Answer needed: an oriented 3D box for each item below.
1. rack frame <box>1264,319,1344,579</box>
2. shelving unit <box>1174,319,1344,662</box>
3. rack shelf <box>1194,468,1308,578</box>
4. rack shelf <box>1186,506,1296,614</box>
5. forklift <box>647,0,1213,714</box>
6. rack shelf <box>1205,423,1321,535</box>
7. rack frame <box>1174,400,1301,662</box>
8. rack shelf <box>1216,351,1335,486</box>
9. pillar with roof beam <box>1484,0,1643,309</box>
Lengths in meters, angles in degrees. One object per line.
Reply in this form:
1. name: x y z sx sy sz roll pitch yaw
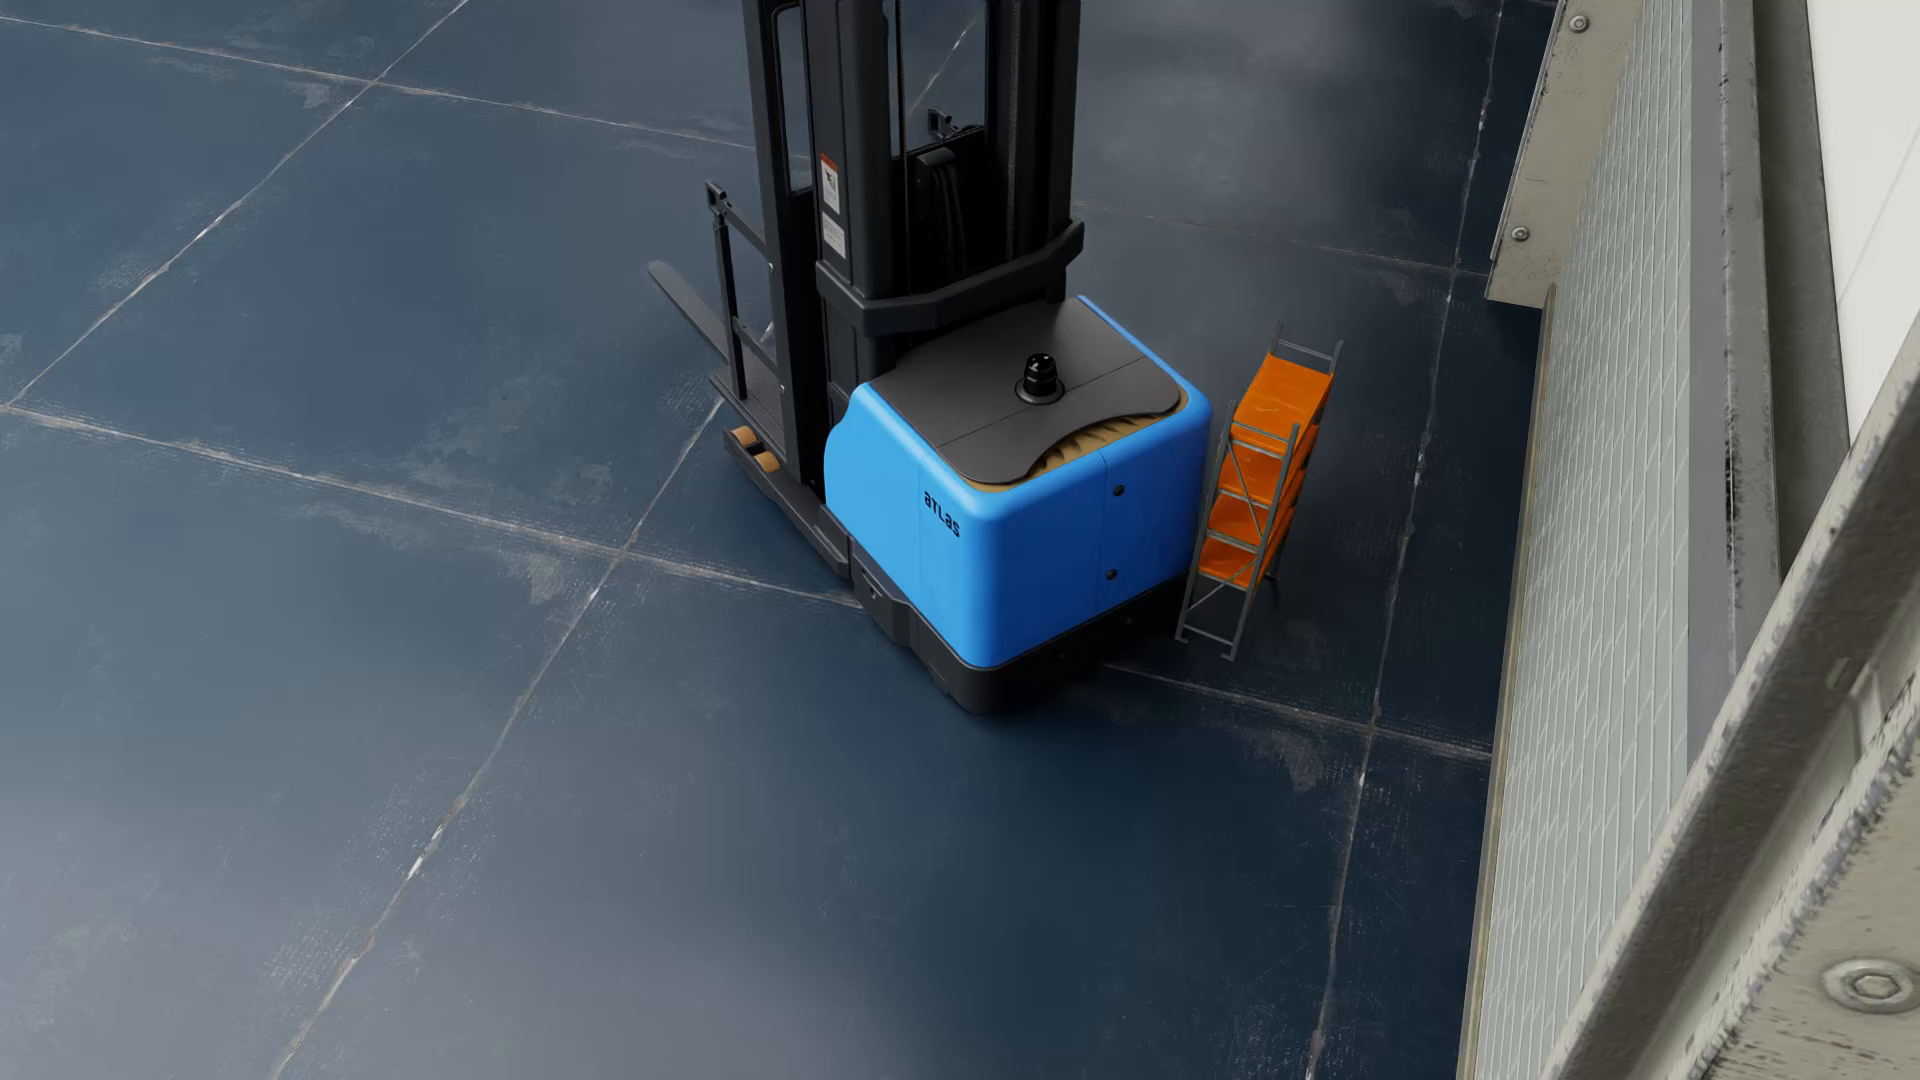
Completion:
1. rack frame: 1.178 -0.309 6.195 0.240 1.200 0.015 21 48 15
2. shelving unit: 1.071 -0.155 6.039 0.258 1.200 0.503 21 48 15
3. rack shelf: 1.067 -0.108 6.087 0.258 0.148 0.480 21 48 15
4. rack shelf: 1.055 0.029 6.230 0.258 0.148 0.480 21 48 15
5. forklift: -0.344 -1.422 6.108 1.130 2.935 3.031 -25 50 -23
6. rack shelf: 1.081 -0.263 5.926 0.258 0.148 0.480 21 48 15
7. rack frame: 0.965 -0.001 5.882 0.240 1.200 0.015 21 48 15
8. rack shelf: 1.095 -0.427 5.756 0.258 0.148 0.480 21 48 15
9. pillar with roof beam: -1.397 -5.379 5.813 9.100 9.000 0.400 13 46 13
